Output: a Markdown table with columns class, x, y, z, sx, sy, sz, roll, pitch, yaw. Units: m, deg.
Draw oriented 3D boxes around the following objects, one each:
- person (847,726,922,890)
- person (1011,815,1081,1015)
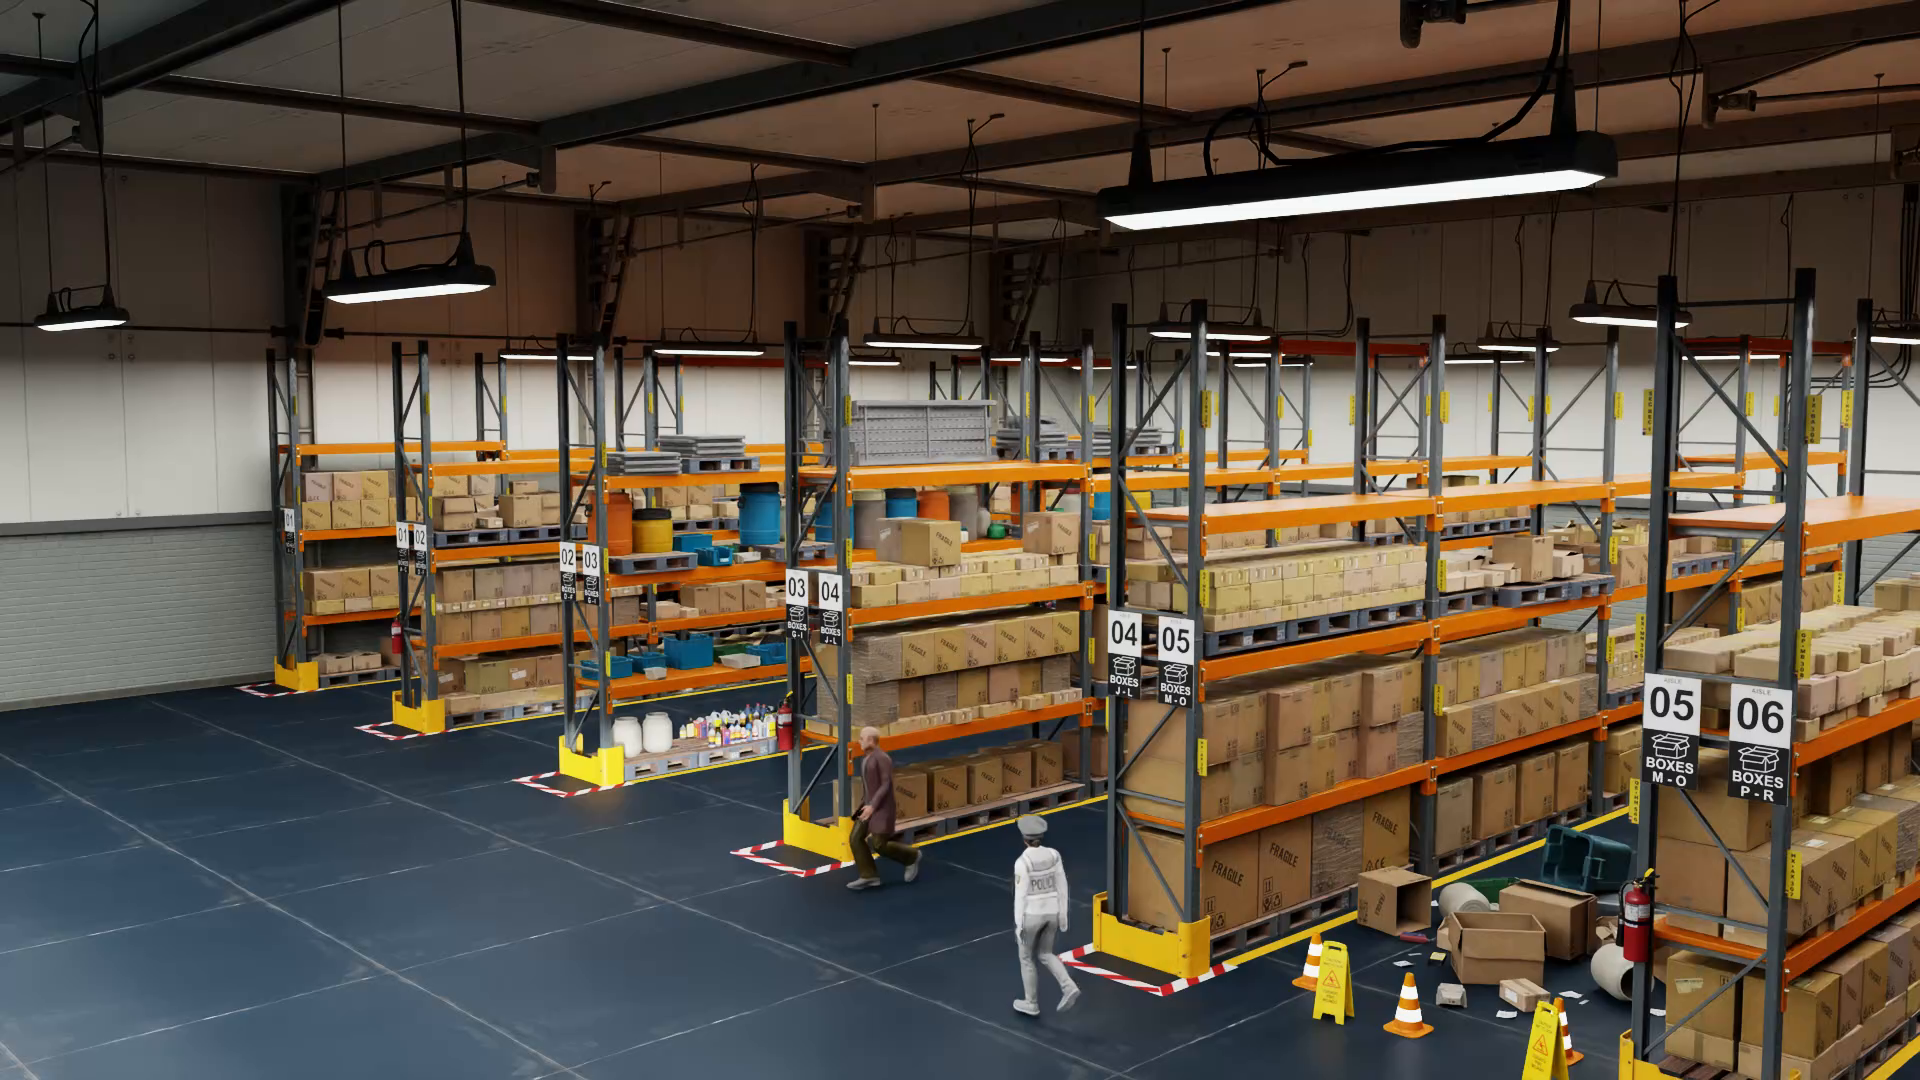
| class | x | y | z | sx | sy | sz | roll | pitch | yaw |
| --- | --- | --- | --- | --- | --- | --- | --- | --- | --- |
| person | -0.828 | 2.806 | 17.609 | 0.861 | 1.694 | 0.622 | -3 | 6 | -30 |
| person | 0.698 | 3.128 | 13.765 | 0.491 | 1.665 | 0.644 | -4 | 6 | -37 |
